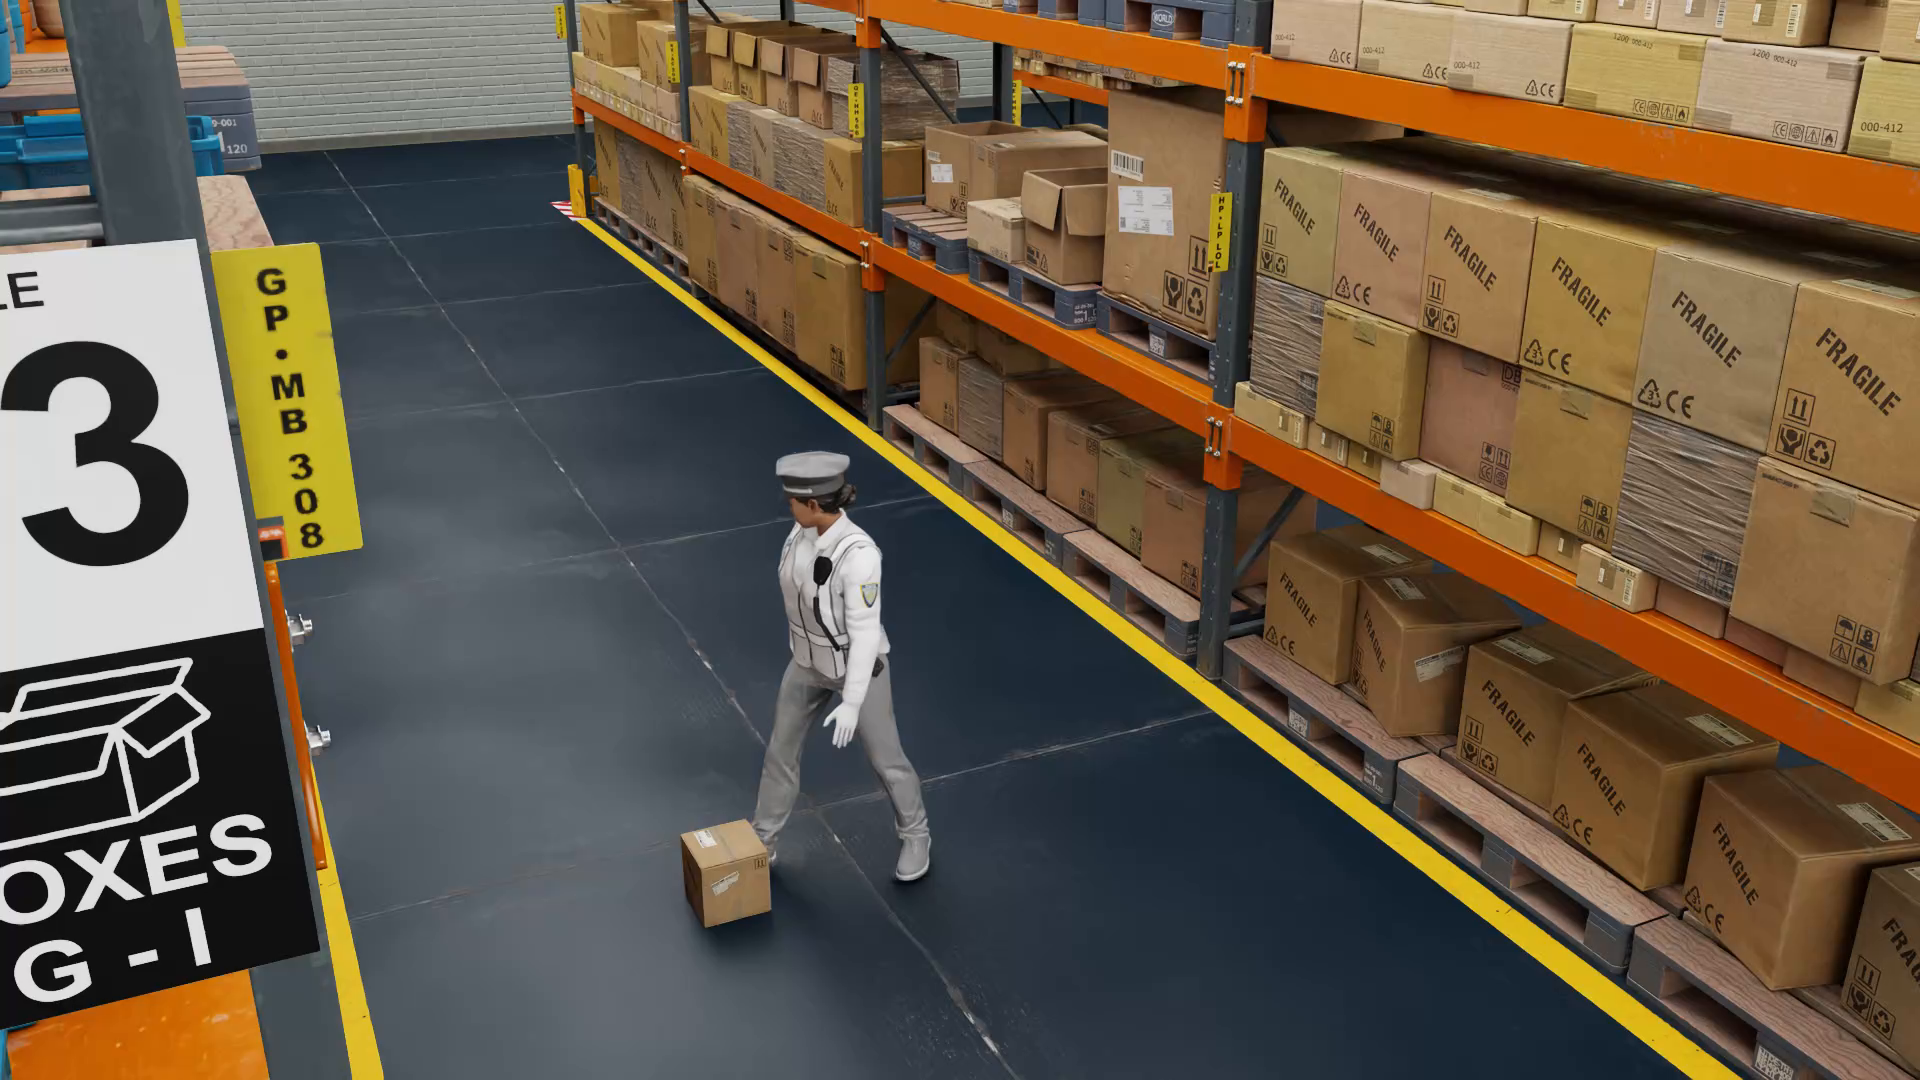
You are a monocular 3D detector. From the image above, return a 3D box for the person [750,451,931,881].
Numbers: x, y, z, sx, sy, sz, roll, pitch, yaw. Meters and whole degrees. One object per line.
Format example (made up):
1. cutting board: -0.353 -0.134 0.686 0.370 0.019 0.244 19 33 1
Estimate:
1. person: -0.488 0.477 5.901 0.600 1.640 0.754 19 29 38
